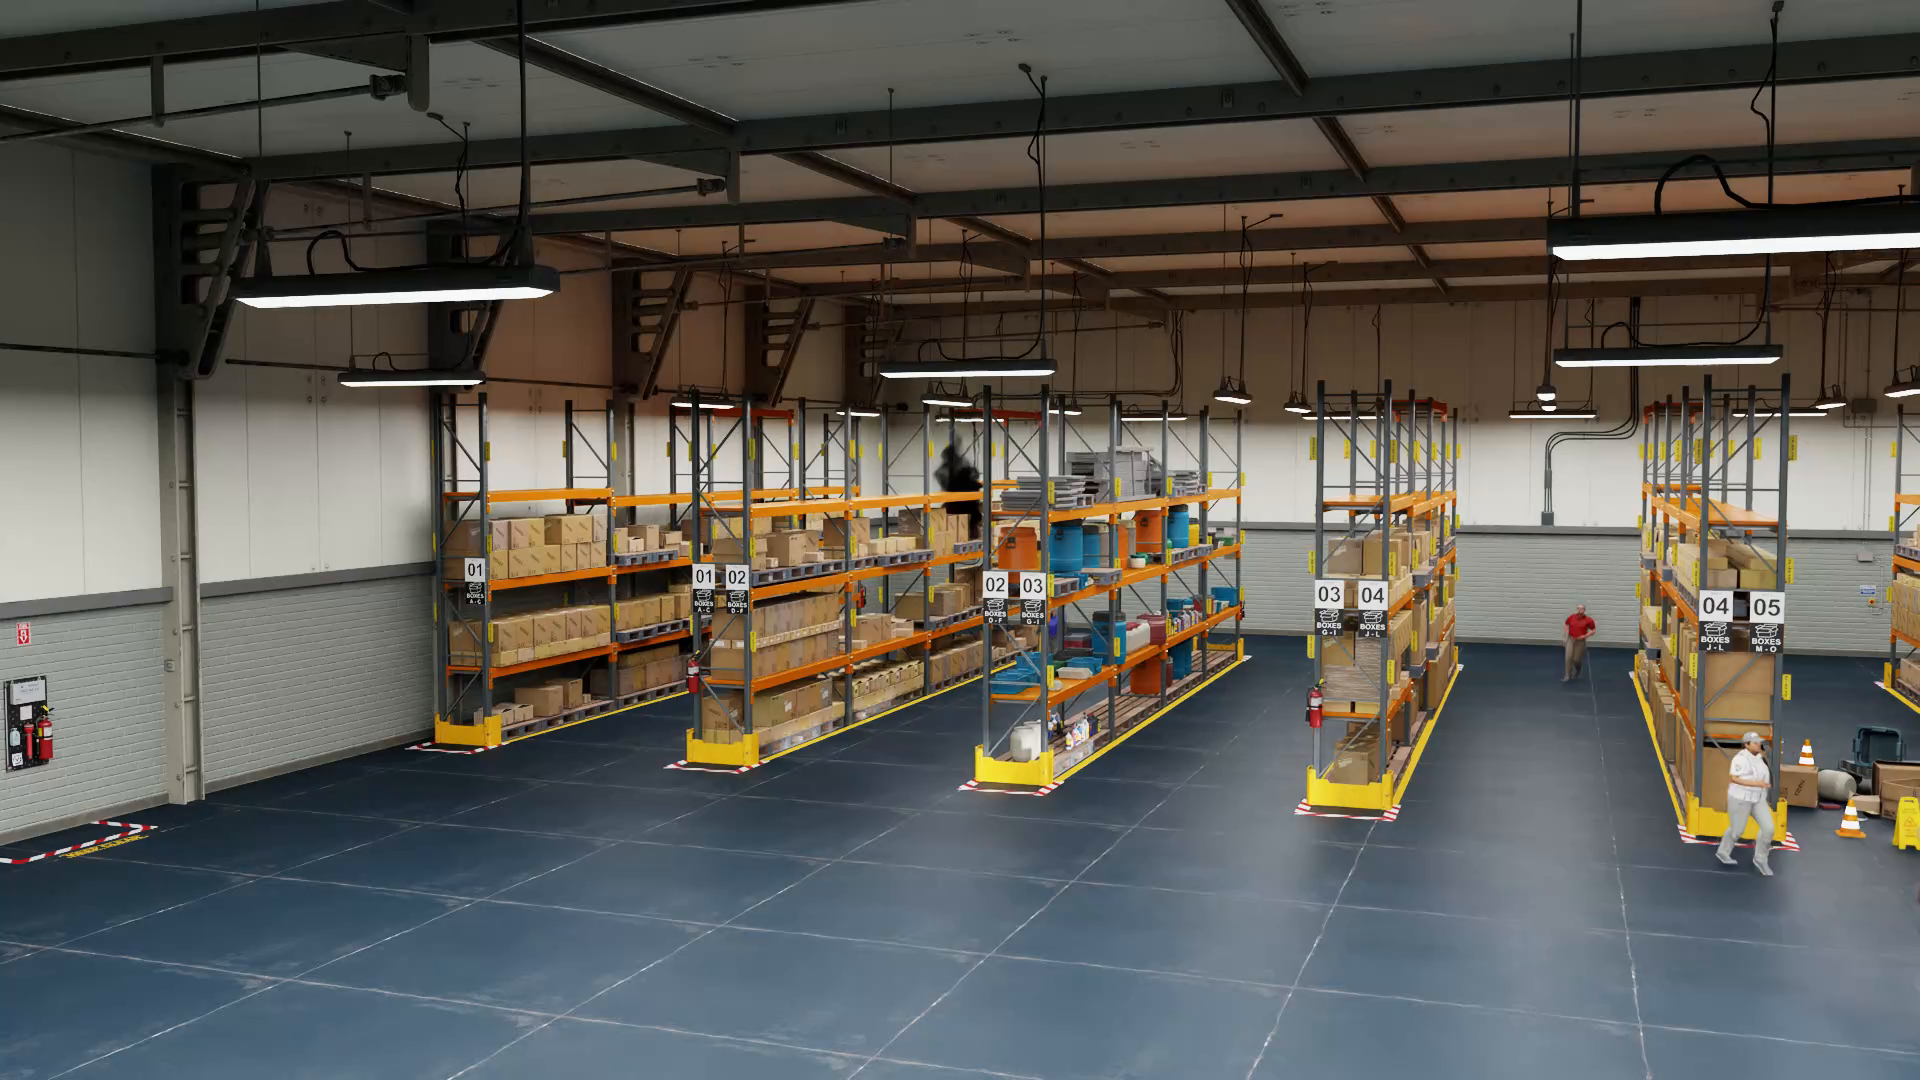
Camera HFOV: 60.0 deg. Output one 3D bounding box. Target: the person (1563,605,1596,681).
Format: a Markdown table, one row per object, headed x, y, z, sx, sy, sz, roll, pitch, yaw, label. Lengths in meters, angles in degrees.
| x | y | z | sx | sy | sz | roll | pitch | yaw | label |
| --- | --- | --- | --- | --- | --- | --- | --- | --- | --- |
| 13.543 | 2.277 | 36.387 | 0.705 | 1.630 | 0.729 | 2 | 4 | 38 | person |

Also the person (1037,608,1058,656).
| x | y | z | sx | sy | sz | roll | pitch | yaw | label |
| --- | --- | --- | --- | --- | --- | --- | --- | --- | --- |
| 1.959 | 2.239 | 36.103 | 0.579 | 1.657 | 0.923 | 0 | 3 | 7 | person |

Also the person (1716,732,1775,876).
| x | y | z | sx | sy | sz | roll | pitch | yaw | label |
| --- | --- | --- | --- | --- | --- | --- | --- | --- | --- |
| 9.371 | 3.135 | 19.804 | 0.589 | 1.729 | 0.735 | -1 | 3 | -23 | person |
